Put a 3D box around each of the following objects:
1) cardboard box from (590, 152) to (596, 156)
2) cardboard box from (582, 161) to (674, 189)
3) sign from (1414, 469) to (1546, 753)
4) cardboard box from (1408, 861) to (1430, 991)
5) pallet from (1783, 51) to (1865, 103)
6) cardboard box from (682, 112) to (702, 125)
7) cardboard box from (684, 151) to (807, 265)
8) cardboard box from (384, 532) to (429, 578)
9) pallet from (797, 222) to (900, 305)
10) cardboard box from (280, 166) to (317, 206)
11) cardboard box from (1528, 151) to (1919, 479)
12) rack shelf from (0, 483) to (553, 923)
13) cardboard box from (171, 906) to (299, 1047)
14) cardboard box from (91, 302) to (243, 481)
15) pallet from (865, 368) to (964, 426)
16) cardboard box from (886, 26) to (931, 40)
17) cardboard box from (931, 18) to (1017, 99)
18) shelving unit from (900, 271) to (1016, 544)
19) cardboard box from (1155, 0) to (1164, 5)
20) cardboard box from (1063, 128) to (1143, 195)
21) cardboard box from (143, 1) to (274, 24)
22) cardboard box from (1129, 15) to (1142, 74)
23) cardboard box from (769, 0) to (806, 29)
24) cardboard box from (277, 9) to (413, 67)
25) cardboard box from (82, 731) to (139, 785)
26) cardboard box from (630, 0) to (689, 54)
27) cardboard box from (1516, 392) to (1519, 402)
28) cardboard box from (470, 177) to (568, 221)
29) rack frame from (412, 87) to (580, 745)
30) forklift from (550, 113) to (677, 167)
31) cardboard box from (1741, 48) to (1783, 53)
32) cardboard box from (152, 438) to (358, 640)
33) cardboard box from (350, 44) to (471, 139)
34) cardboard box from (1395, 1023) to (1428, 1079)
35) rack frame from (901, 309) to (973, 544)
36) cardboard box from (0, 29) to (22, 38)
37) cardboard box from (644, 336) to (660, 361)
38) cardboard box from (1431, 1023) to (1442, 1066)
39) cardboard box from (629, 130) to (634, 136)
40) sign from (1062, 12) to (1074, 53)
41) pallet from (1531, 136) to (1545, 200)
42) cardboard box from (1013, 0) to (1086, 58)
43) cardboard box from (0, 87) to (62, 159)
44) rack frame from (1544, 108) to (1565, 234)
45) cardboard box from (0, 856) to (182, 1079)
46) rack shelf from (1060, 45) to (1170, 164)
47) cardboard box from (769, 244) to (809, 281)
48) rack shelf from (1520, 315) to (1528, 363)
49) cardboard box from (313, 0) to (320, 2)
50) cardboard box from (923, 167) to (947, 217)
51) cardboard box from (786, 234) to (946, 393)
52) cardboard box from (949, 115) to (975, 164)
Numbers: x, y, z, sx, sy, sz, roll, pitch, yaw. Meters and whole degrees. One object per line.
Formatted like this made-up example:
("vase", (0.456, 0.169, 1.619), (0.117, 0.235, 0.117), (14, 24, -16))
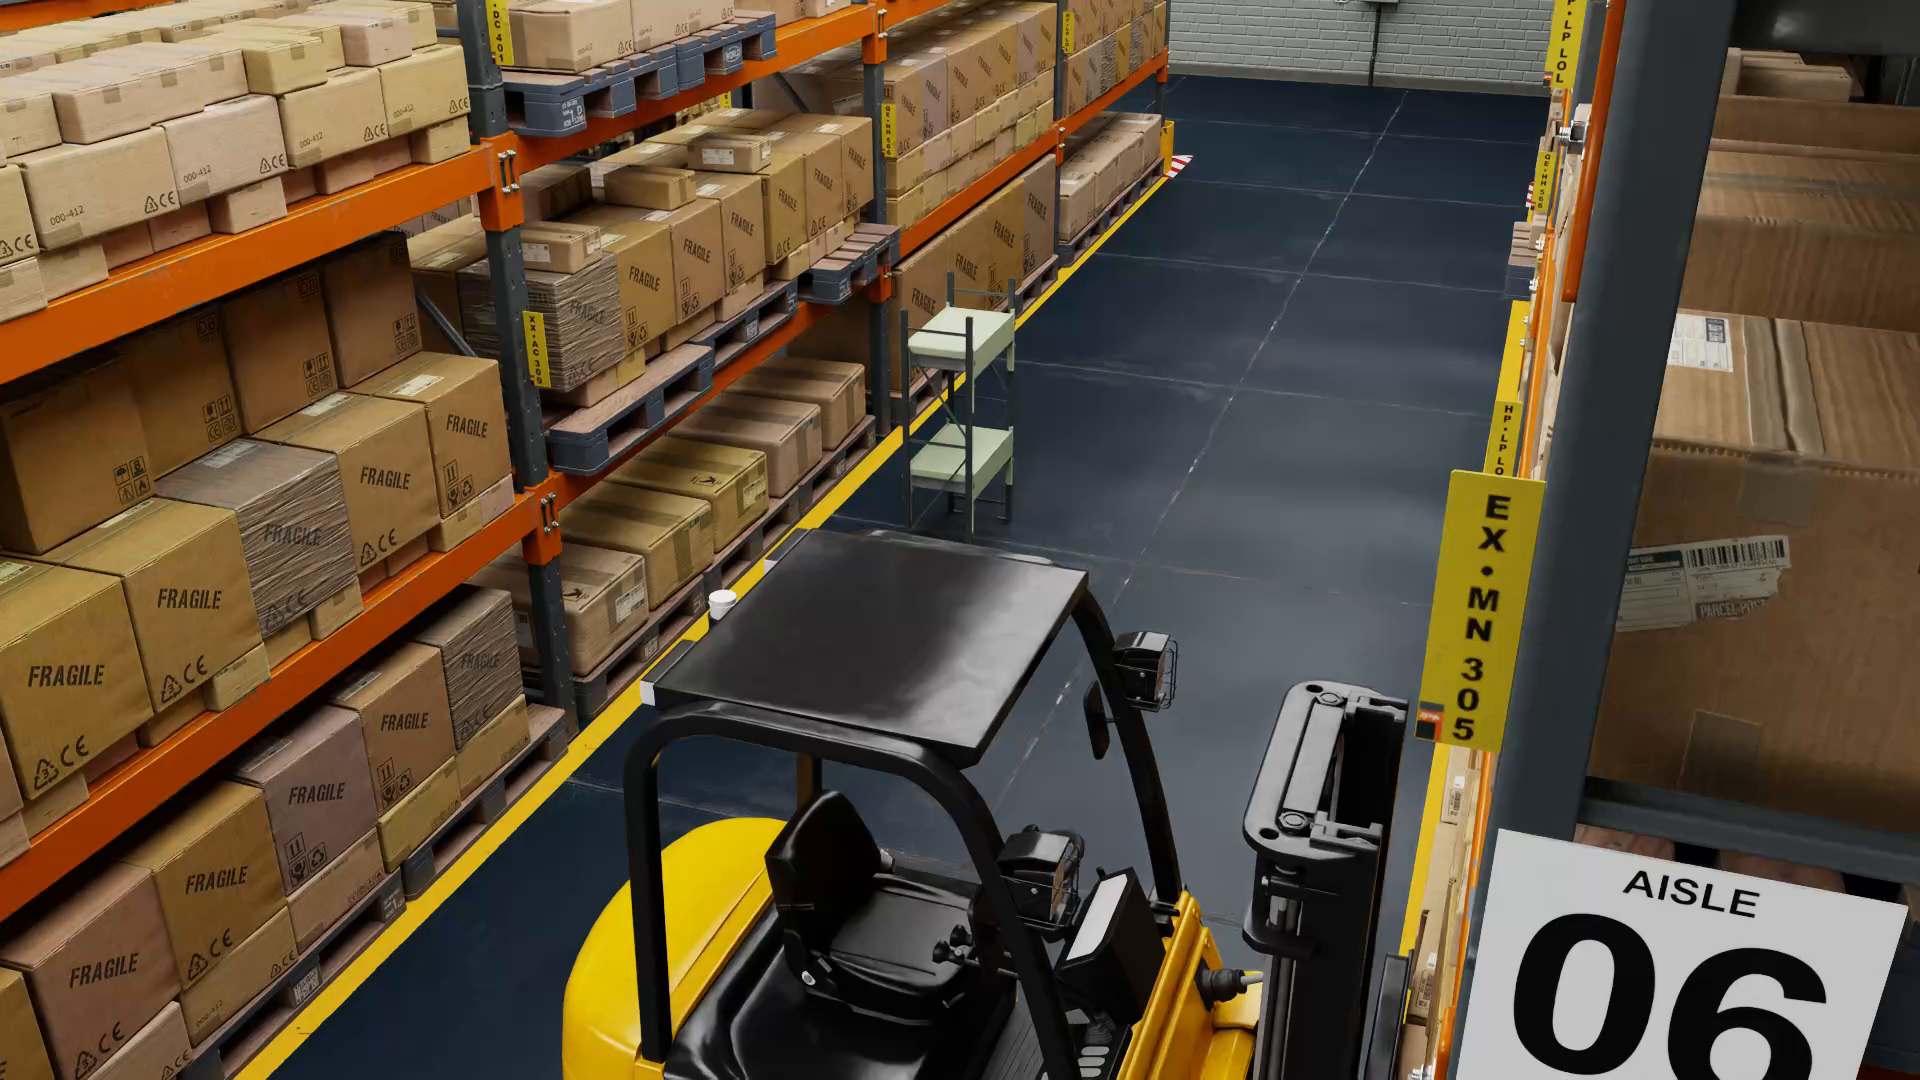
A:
("cardboard box", (-3.860, -3.812, 16.629), (0.380, 0.149, 0.250), (9, 27, 17))
("cardboard box", (-1.837, -1.705, 8.891), (0.500, 0.500, 0.500), (8, 27, 15))
("sign", (0.555, 0.081, 1.773), (0.100, 0.325, 0.005), (9, 27, 17))
("cardboard box", (1.920, 1.434, 6.019), (0.500, 0.250, 0.500), (9, 27, 18))
("pallet", (3.213, -1.922, 7.053), (1.003, 0.211, 1.213), (10, 28, 20))
("cardboard box", (-3.075, -4.659, 18.378), (0.380, 0.149, 0.250), (8, 27, 15))
("cardboard box", (-1.176, -1.846, 9.183), (0.500, 0.500, 0.500), (7, 27, 14))
("cardboard box", (-2.346, 0.005, 6.585), (0.380, 0.149, 0.250), (9, 27, 18))
("pallet", (-1.095, -1.733, 10.107), (1.213, 0.211, 1.003), (9, 27, 17))
("cardboard box", (-2.465, -1.250, 5.735), (0.380, 0.149, 0.250), (8, 27, 16))
("cardboard box", (1.414, -0.374, 2.927), (0.700, 0.500, 0.500), (9, 27, 18))
("rack shelf", (-2.955, 0.662, 5.766), (1.077, 0.370, 4.000), (9, 27, 17))
("cardboard box", (-2.745, 1.483, 5.919), (0.500, 0.250, 0.500), (11, 28, 21))
("cardboard box", (-3.023, -0.554, 5.848), (0.700, 0.500, 0.500), (8, 27, 16))
("pallet", (-0.625, -1.185, 11.956), (1.003, 0.211, 1.213), (9, 27, 17))
("cardboard box", (-0.523, -3.495, 12.264), (0.500, 0.500, 0.500), (8, 27, 17))
("cardboard box", (0.109, -3.627, 12.537), (0.500, 0.500, 0.500), (10, 27, 19))
("shelving unit", (-0.002, -0.672, 9.417), (0.431, 1.500, 0.755), (9, 27, 17))
("cardboard box", (1.768, -5.677, 16.771), (0.500, 0.500, 0.500), (10, 27, 19))
("cardboard box", (1.282, -3.788, 16.589), (0.875, 0.438, 0.875), (9, 27, 19))
("cardboard box", (-2.761, -1.886, 6.135), (0.380, 0.149, 0.250), (10, 27, 19))
("cardboard box", (1.450, -4.806, 16.120), (0.500, 0.500, 0.500), (10, 27, 19))
("cardboard box", (-1.283, -3.134, 9.225), (0.700, 0.500, 0.500), (9, 27, 17))
("cardboard box", (-2.203, -1.799, 5.956), (0.380, 0.149, 0.250), (8, 27, 16))
("cardboard box", (-2.863, 0.635, 5.286), (0.380, 0.149, 0.250), (10, 27, 19))
("cardboard box", (-1.549, -2.346, 7.401), (0.500, 0.250, 0.500), (8, 27, 17))
("cardboard box", (2.479, -0.374, 6.679), (0.500, 0.250, 0.500), (8, 27, 16))
("cardboard box", (-2.132, -1.651, 8.035), (0.380, 0.149, 0.250), (8, 27, 16))
("rack frame", (-2.289, -0.483, 7.306), (1.000, 3.000, 0.127), (9, 27, 17))
("forklift", (-2.623, -2.388, 11.319), (1.130, 2.935, 3.031), (10, 27, 19))
("cardboard box", (3.087, -2.002, 6.672), (0.380, 0.166, 0.250), (9, 27, 17))
("cardboard box", (-2.536, -0.017, 5.888), (0.500, 0.500, 0.500), (10, 27, 19))
("cardboard box", (-2.183, -1.679, 6.164), (0.500, 0.250, 0.500), (8, 27, 17))
("cardboard box", (1.419, 1.616, 4.496), (0.500, 0.250, 0.500), (8, 27, 16))
("rack frame", (-0.124, -0.522, 9.107), (0.400, 1.500, 0.023), (9, 27, 17))
("cardboard box", (-9.209, -4.603, 15.701), (0.500, 0.500, 0.500), (8, 27, 17))
("cardboard box", (-1.694, -0.970, 8.117), (0.380, 0.149, 0.250), (11, 28, 21))
("cardboard box", (1.159, 1.381, 3.340), (0.500, 0.500, 0.500), (10, 27, 19))
("cardboard box", (-3.594, -4.275, 17.245), (0.380, 0.149, 0.250), (8, 27, 15))
("sign", (0.888, -4.182, 13.707), (0.100, 0.325, 0.005), (9, 27, 17))
("pallet", (4.686, -2.654, 12.009), (1.003, 0.211, 1.213), (9, 27, 17))
("cardboard box", (0.760, -4.427, 14.188), (0.500, 0.500, 0.500), (9, 27, 18))
("cardboard box", (-2.774, -1.173, 4.662), (0.380, 0.149, 0.250), (9, 27, 19))
("rack frame", (3.724, -1.409, 9.218), (1.000, 3.000, 0.127), (9, 27, 17))
("cardboard box", (-2.914, 1.355, 5.323), (0.500, 0.500, 0.500), (8, 27, 16))
("rack shelf", (1.038, -4.269, 15.951), (1.077, 0.370, 4.000), (9, 27, 17))
("cardboard box", (-1.078, -1.586, 9.390), (0.380, 0.149, 0.250), (9, 27, 18))
("rack shelf", (4.389, -1.907, 11.072), (1.077, 0.370, 4.000), (9, 27, 17))
("cardboard box", (-7.722, -6.472, 19.506), (0.500, 0.250, 0.500), (8, 27, 17))
("cardboard box", (-0.404, -2.438, 11.515), (0.500, 0.250, 0.500), (8, 27, 16))
("cardboard box", (-0.650, -1.632, 11.634), (0.875, 0.875, 0.875), (8, 27, 17))
("cardboard box", (-0.206, -2.872, 11.839), (0.500, 0.250, 0.500), (9, 27, 17))
